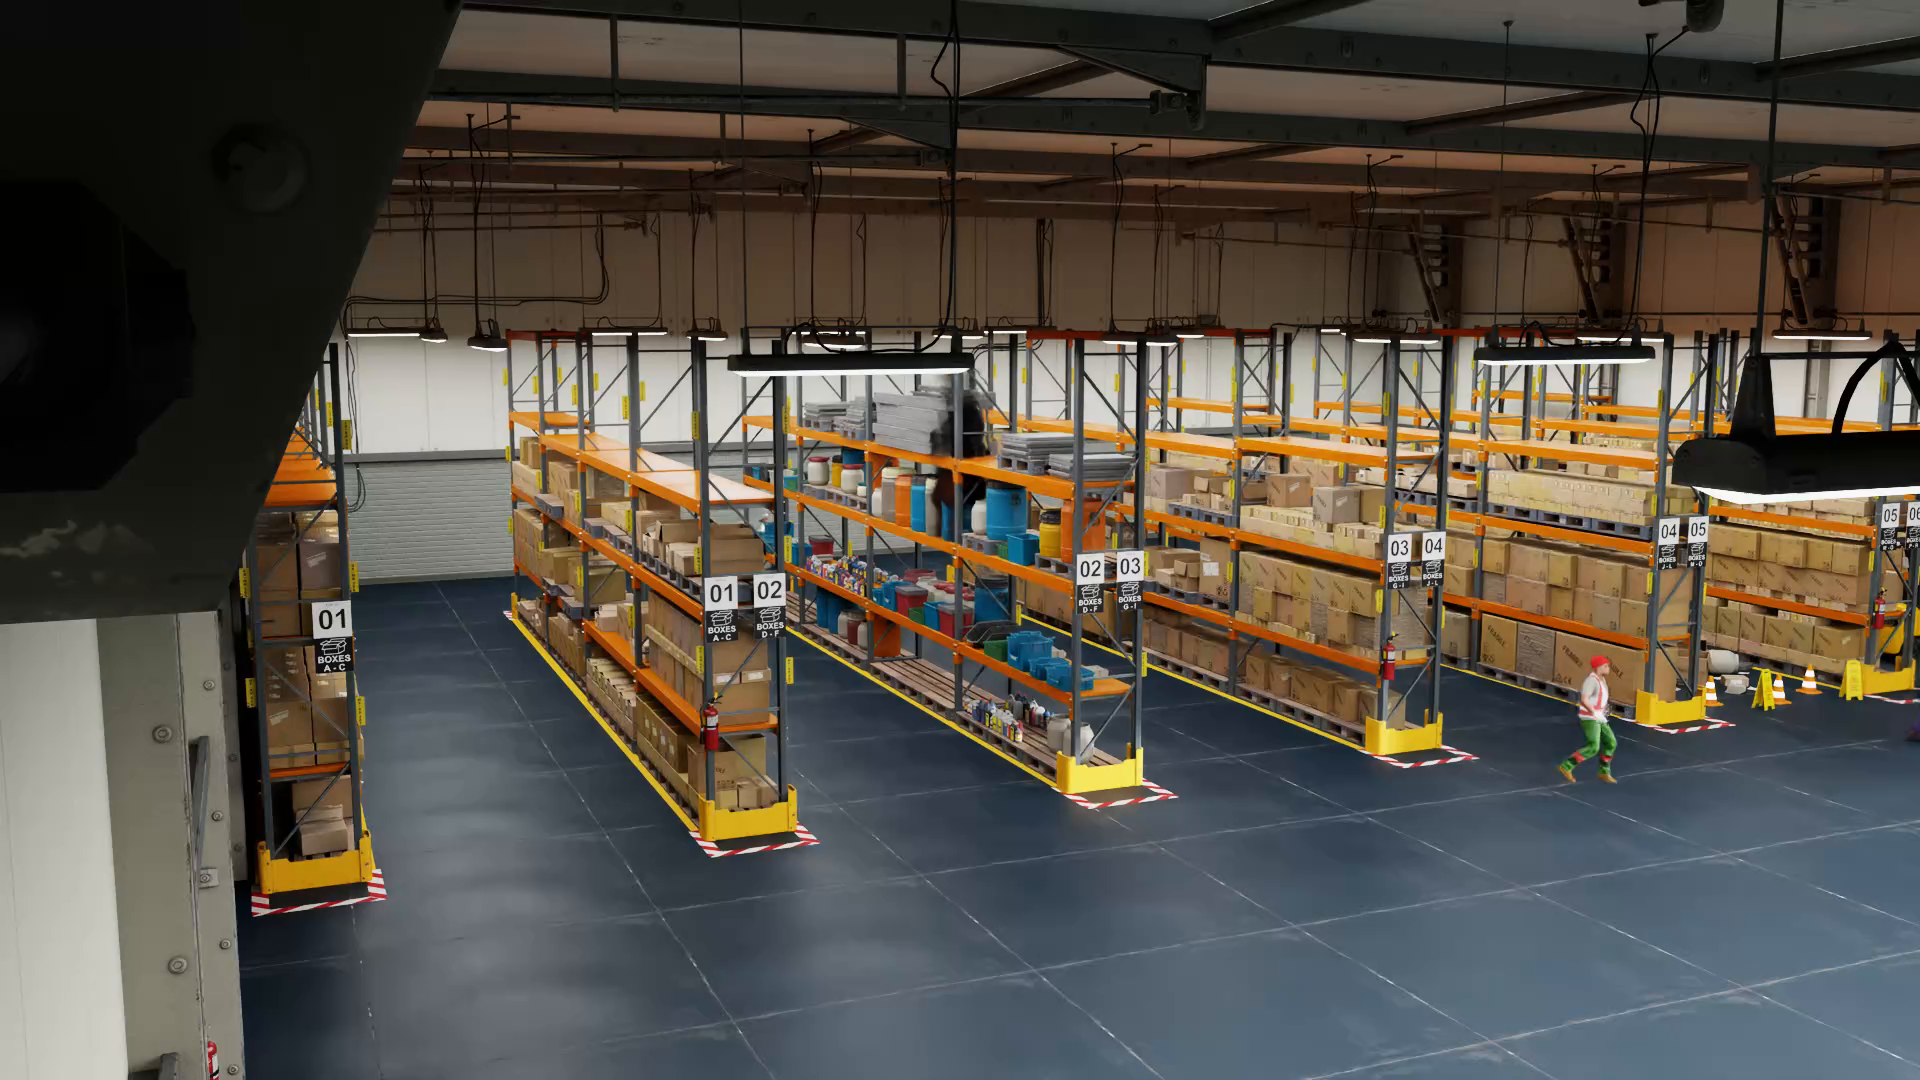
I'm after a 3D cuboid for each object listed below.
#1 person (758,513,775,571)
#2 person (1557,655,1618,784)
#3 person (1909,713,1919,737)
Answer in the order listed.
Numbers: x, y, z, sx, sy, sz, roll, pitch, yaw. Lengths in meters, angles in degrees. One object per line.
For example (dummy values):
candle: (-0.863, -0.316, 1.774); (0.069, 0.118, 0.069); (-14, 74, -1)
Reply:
person: (-4.530, 0.172, 39.353); (0.577, 1.629, 0.593); (0, 8, 1)
person: (8.531, 2.437, 22.461); (0.732, 1.778, 0.885); (4, 9, 28)
person: (14.499, 2.256, 24.531); (0.782, 1.614, 0.601); (3, 8, 24)
